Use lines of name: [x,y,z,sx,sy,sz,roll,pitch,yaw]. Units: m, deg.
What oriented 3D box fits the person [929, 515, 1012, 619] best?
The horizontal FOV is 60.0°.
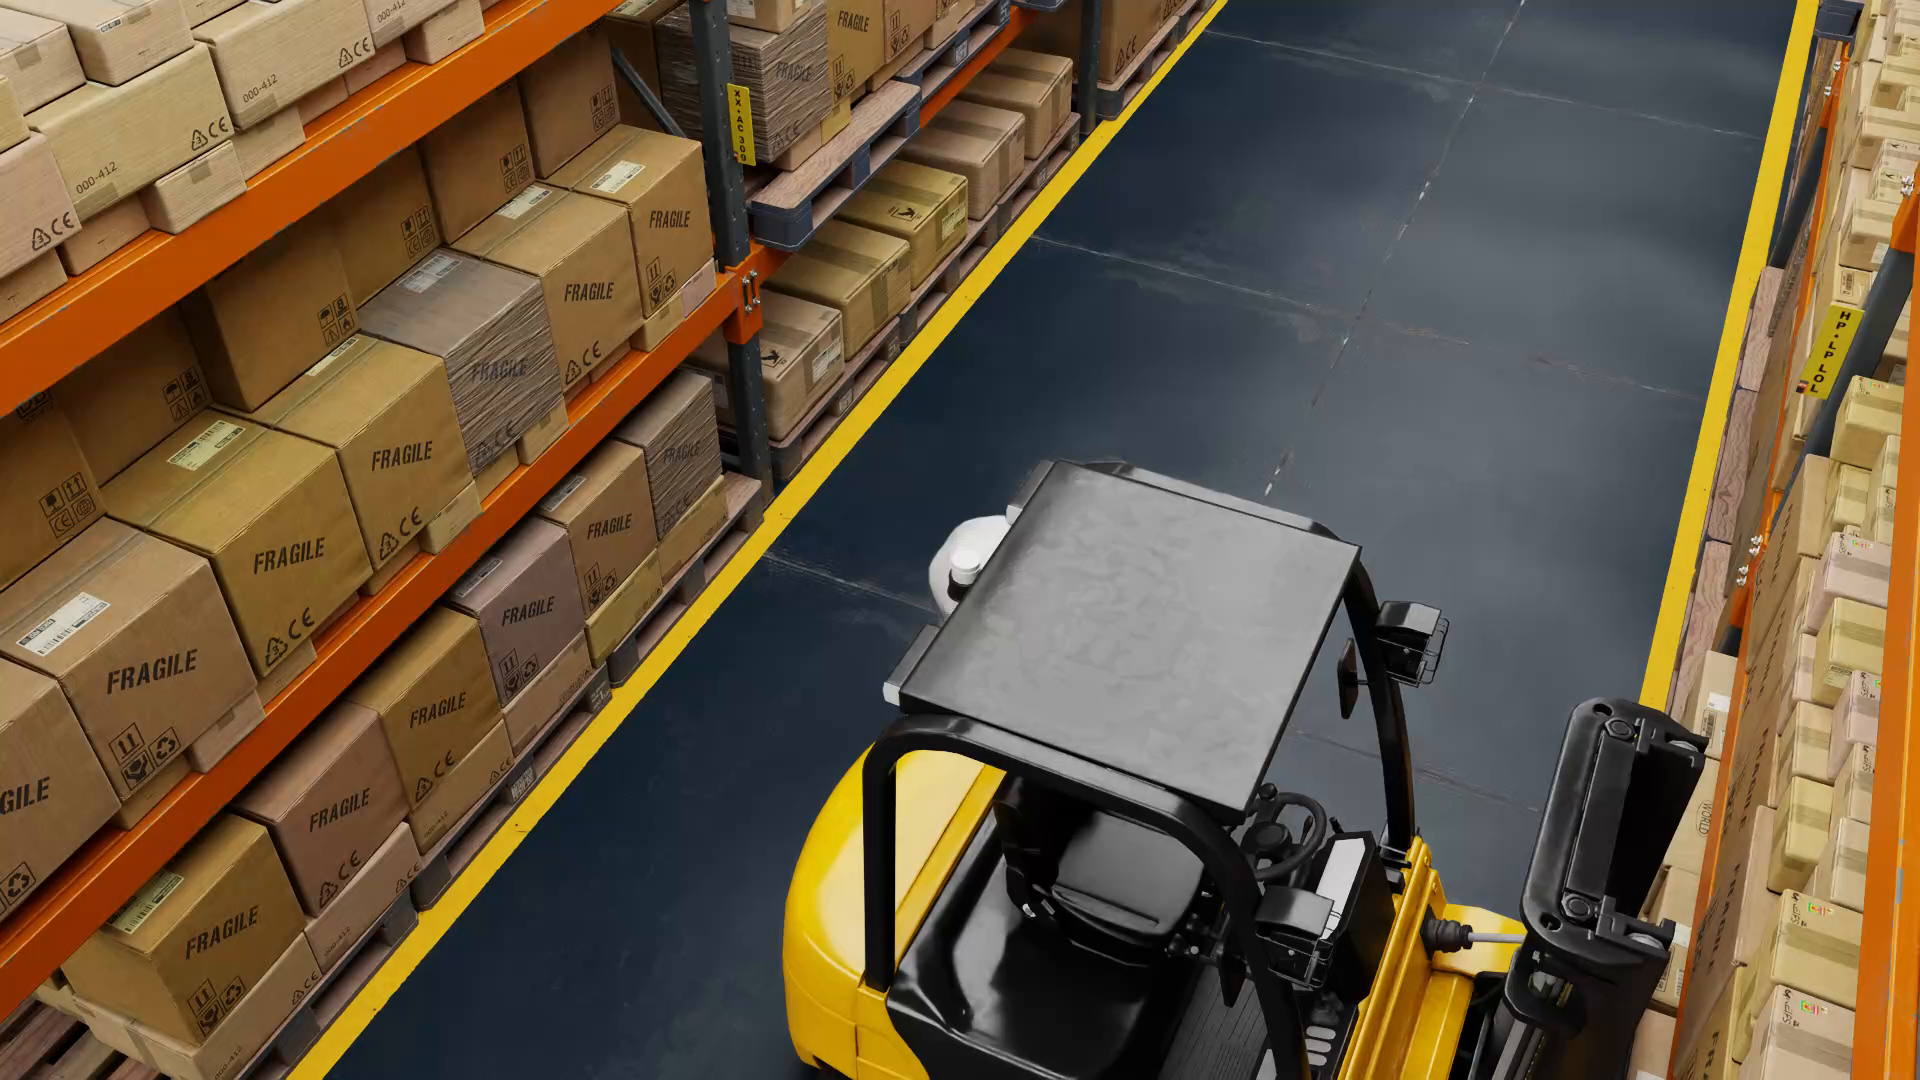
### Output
person: [0.337,0.322,6.547,0.949,0.836,0.582,16,44,17]
